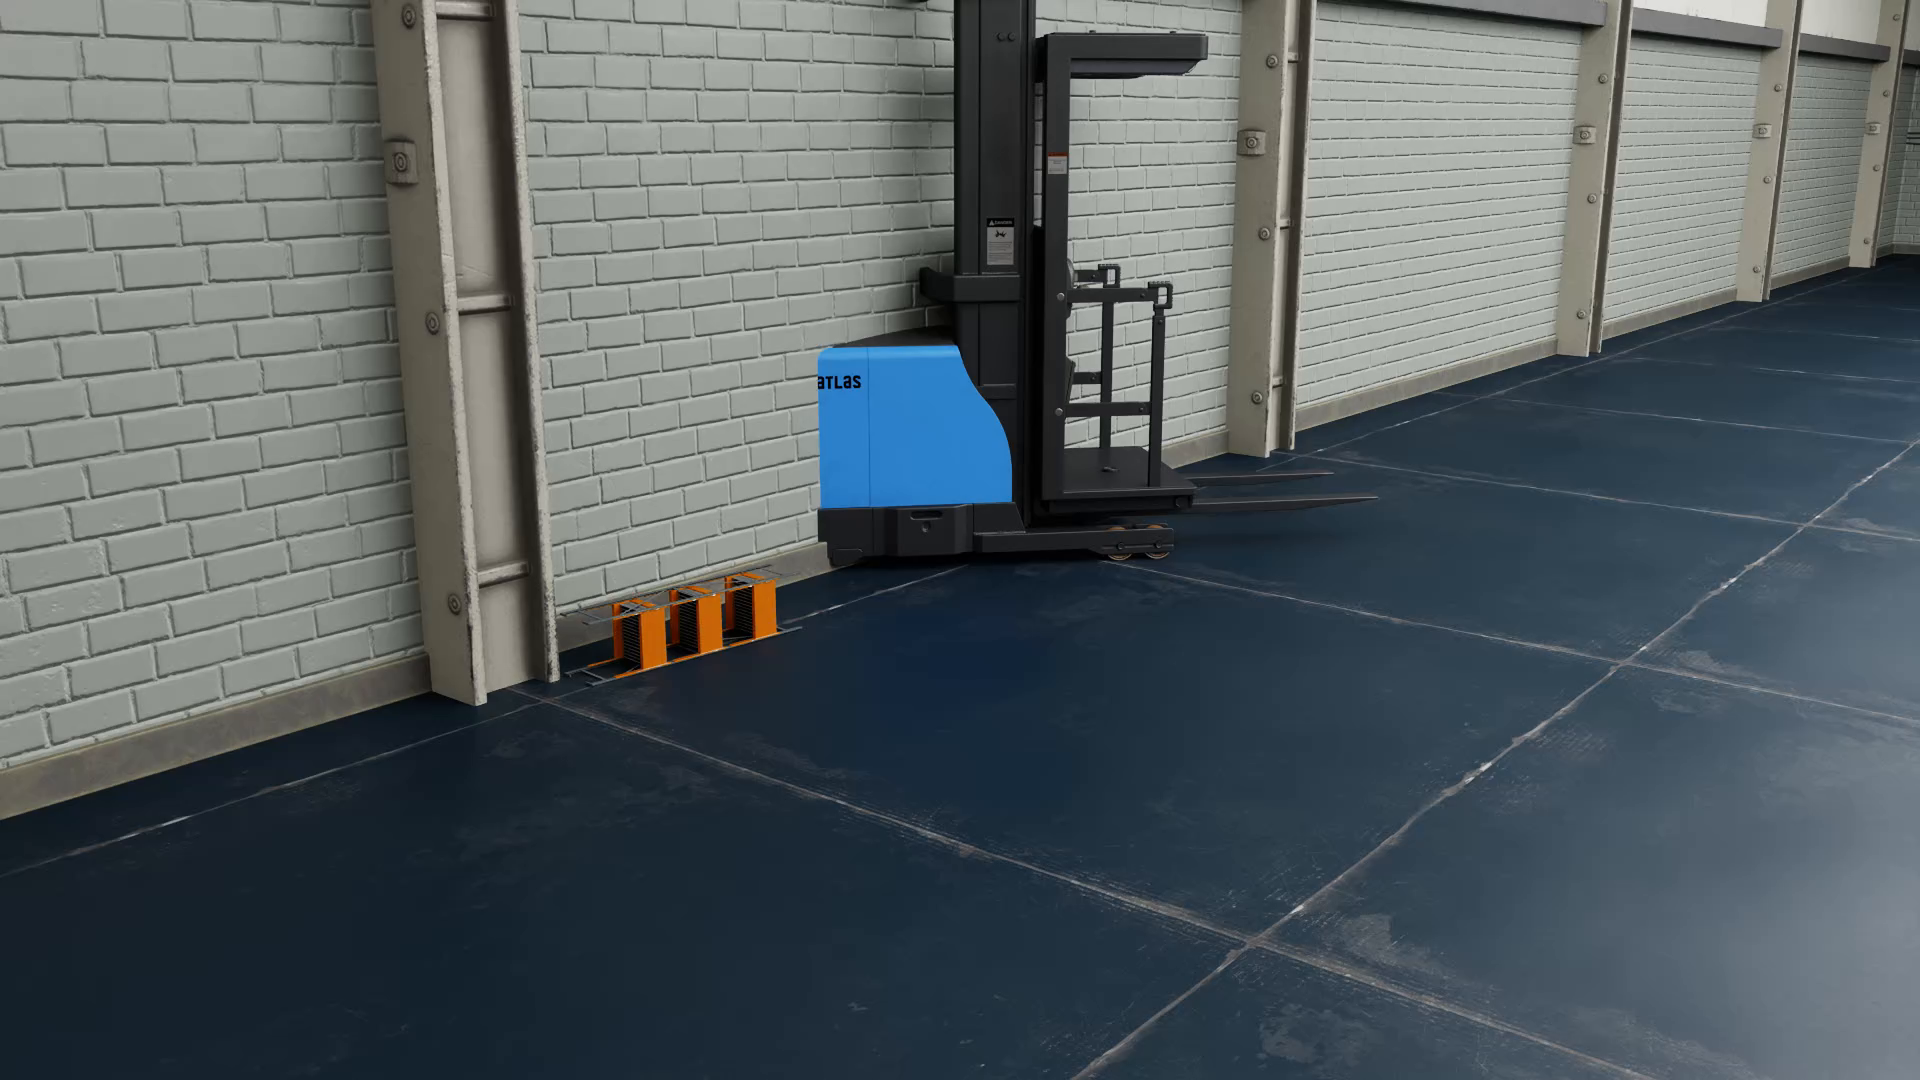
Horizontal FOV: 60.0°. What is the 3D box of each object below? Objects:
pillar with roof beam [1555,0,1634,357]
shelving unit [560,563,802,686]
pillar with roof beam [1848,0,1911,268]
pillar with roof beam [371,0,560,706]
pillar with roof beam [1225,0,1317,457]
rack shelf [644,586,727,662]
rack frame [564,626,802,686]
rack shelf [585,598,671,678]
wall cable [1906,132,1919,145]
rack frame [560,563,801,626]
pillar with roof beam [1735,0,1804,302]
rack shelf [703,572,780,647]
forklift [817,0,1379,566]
[{"bbox_3d":[9.091,-5.437,11.748,9.100,9.000,0.400,11,18,38],"label":"pillar with roof beam"},{"bbox_3d":[-1.116,0.332,6.793,0.215,0.252,1.050,14,20,43],"label":"shelving unit"},{"bbox_3d":[16.633,-7.735,20.794,9.100,9.000,0.400,11,18,38],"label":"pillar with roof beam"},{"bbox_3d":[1.549,-3.139,2.701,9.100,9.000,0.400,11,18,38],"label":"pillar with roof beam"},{"bbox_3d":[5.320,-4.288,7.224,9.100,9.000,0.400,11,18,38],"label":"pillar with roof beam"},{"bbox_3d":[-1.124,0.333,6.786,0.215,0.240,0.259,14,20,43],"label":"rack shelf"},{"bbox_3d":[-1.116,0.450,6.823,0.200,0.008,1.050,14,20,43],"label":"rack frame"},{"bbox_3d":[-1.319,0.382,6.594,0.215,0.240,0.259,14,20,43],"label":"rack shelf"},{"bbox_3d":[16.164,-7.256,25.214,3.097,2.526,0.112,11,18,38],"label":"wall cable"},{"bbox_3d":[-1.116,0.213,6.763,0.200,0.008,1.050,14,20,43],"label":"rack frame"},{"bbox_3d":[12.862,-6.586,16.271,9.100,9.000,0.400,11,18,38],"label":"pillar with roof beam"},{"bbox_3d":[-0.924,0.284,6.981,0.215,0.240,0.259,14,20,43],"label":"rack shelf"},{"bbox_3d":[0.616,-1.445,8.360,3.031,2.935,1.130,-2,14,-9],"label":"forklift"}]
